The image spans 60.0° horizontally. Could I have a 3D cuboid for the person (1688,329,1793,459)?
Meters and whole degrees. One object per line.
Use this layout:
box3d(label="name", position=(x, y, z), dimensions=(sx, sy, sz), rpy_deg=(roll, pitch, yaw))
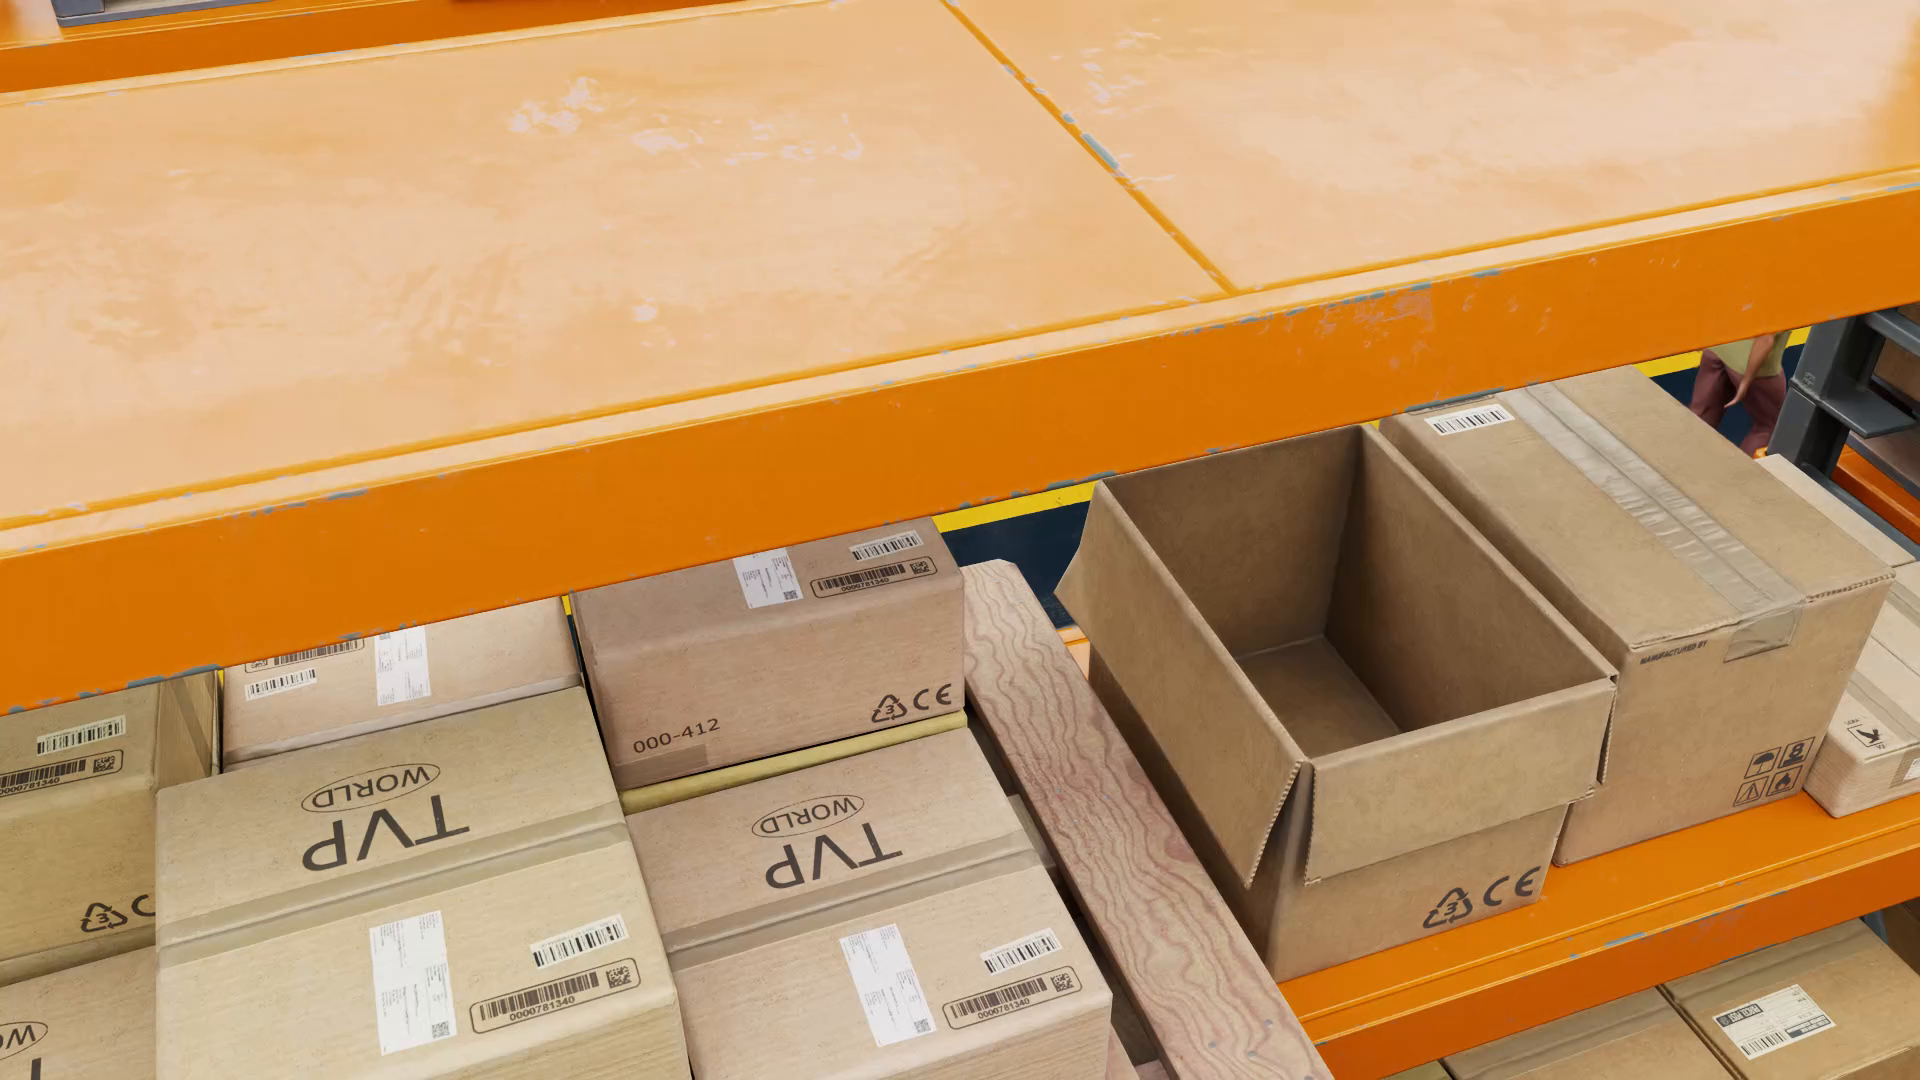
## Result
box3d(label="person", position=(3.641, -0.803, 7.715), dimensions=(0.601, 1.732, 0.445), rpy_deg=(-14, 40, -17))
